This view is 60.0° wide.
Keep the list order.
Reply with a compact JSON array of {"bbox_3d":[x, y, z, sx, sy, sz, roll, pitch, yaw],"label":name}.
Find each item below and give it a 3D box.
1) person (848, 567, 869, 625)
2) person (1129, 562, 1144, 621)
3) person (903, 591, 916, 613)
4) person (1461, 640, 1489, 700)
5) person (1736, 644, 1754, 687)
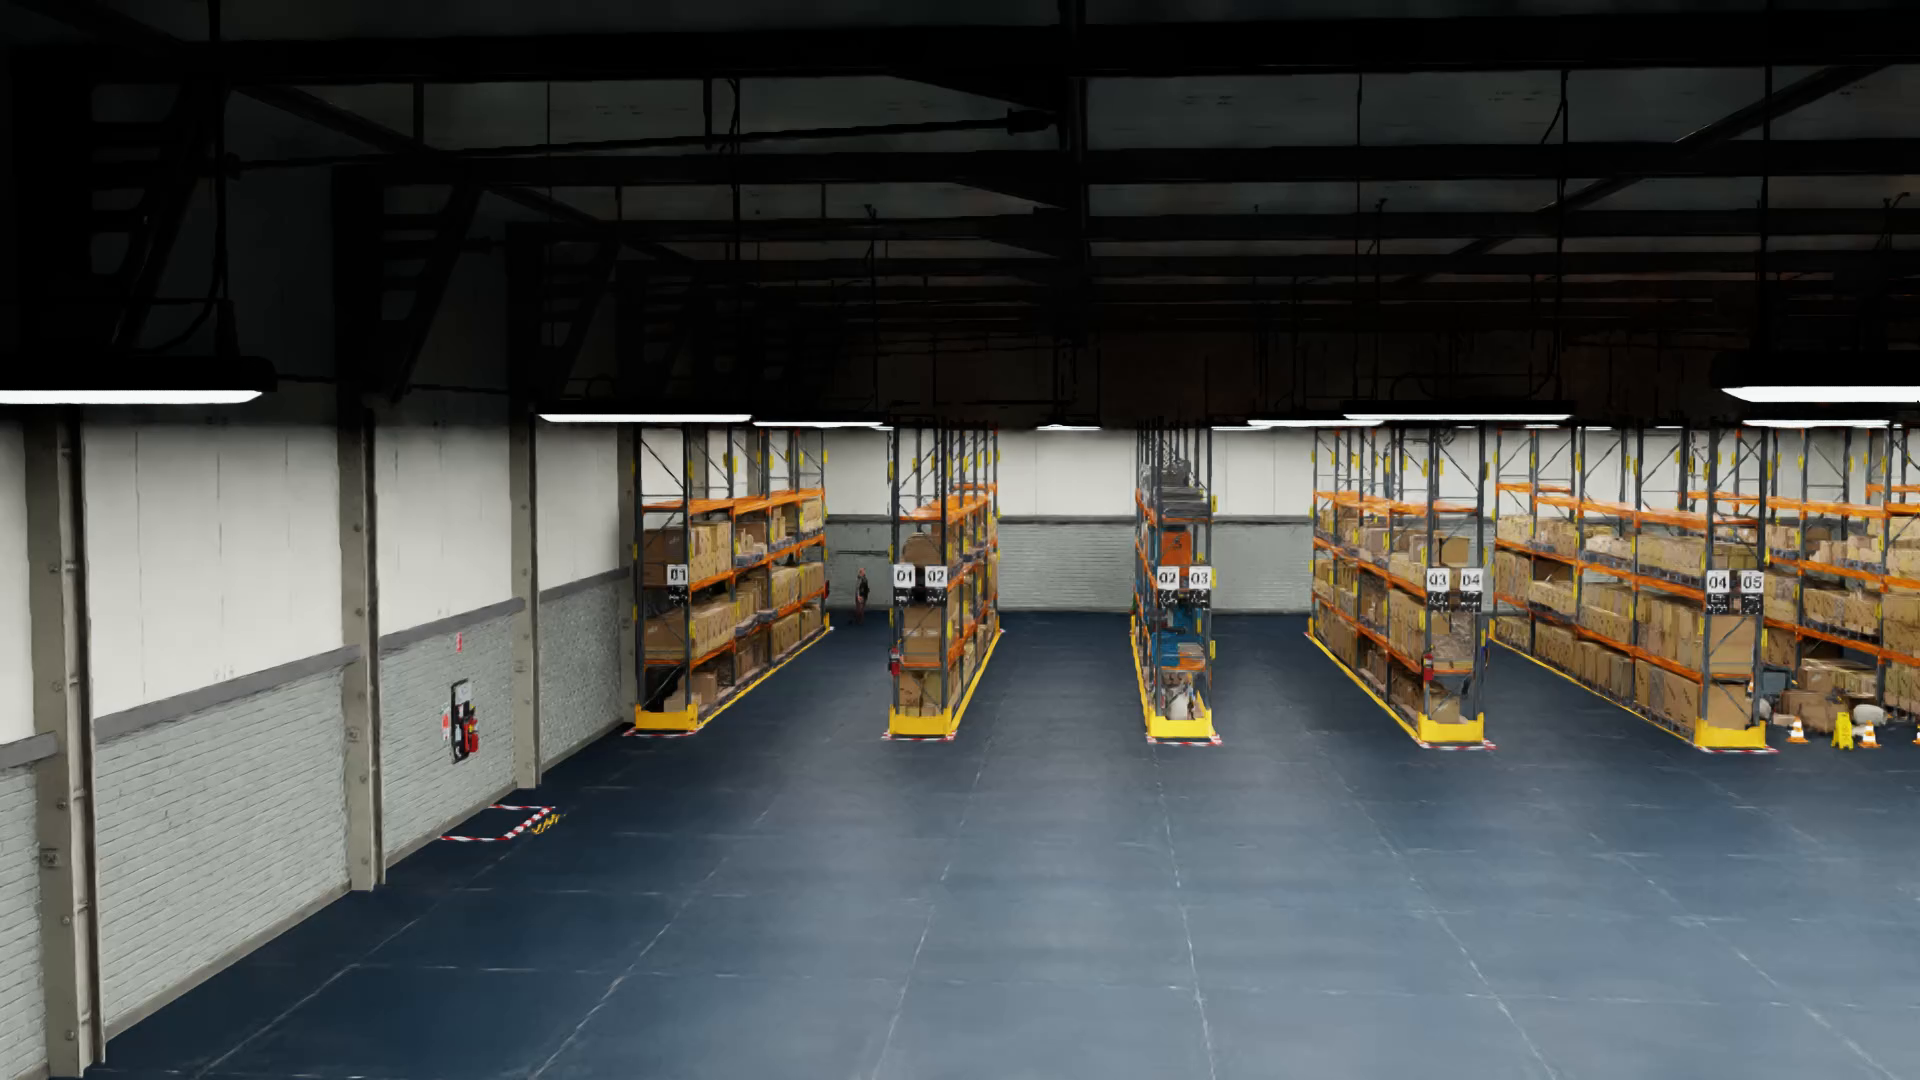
[{"bbox_3d":[-2.974,1.664,48.909,0.471,1.712,0.698,2,4,30],"label":"person"},{"bbox_3d":[5.450,1.554,50.046,0.567,1.776,0.722,4,5,45],"label":"person"},{"bbox_3d":[-1.475,1.522,51.791,0.552,1.657,0.573,-2,4,-33],"label":"person"},{"bbox_3d":[10.961,2.616,35.426,0.593,1.603,0.515,0,4,1],"label":"person"},{"bbox_3d":[17.618,2.379,37.320,0.589,1.782,0.672,2,4,31],"label":"person"}]
